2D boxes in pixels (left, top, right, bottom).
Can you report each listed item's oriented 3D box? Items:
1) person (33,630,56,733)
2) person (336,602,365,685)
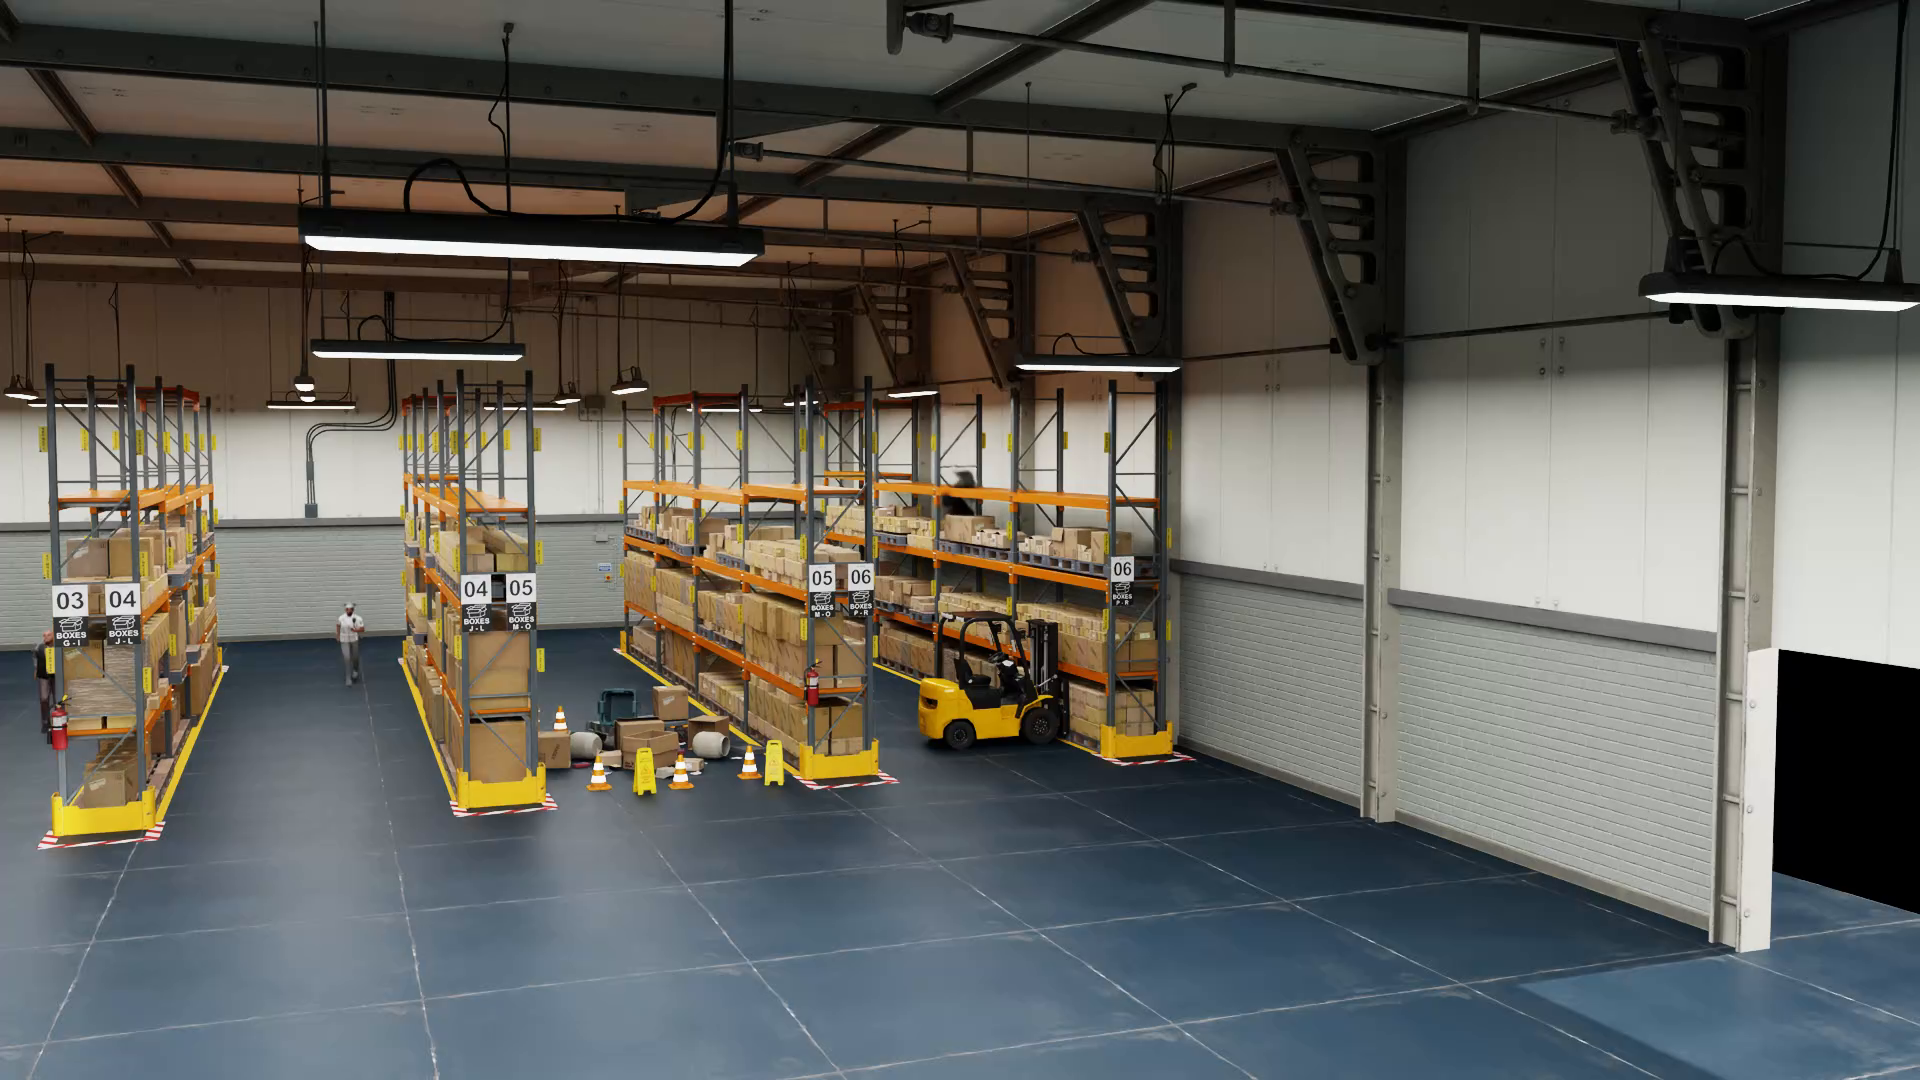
[{"bbox_3d":[-15.830,2.445,29.026,0.650,1.772,0.814,-1,4,-18],"label":"person"},{"bbox_3d":[-12.651,2.114,34.523,0.574,1.683,0.920,-1,3,-16],"label":"person"}]
